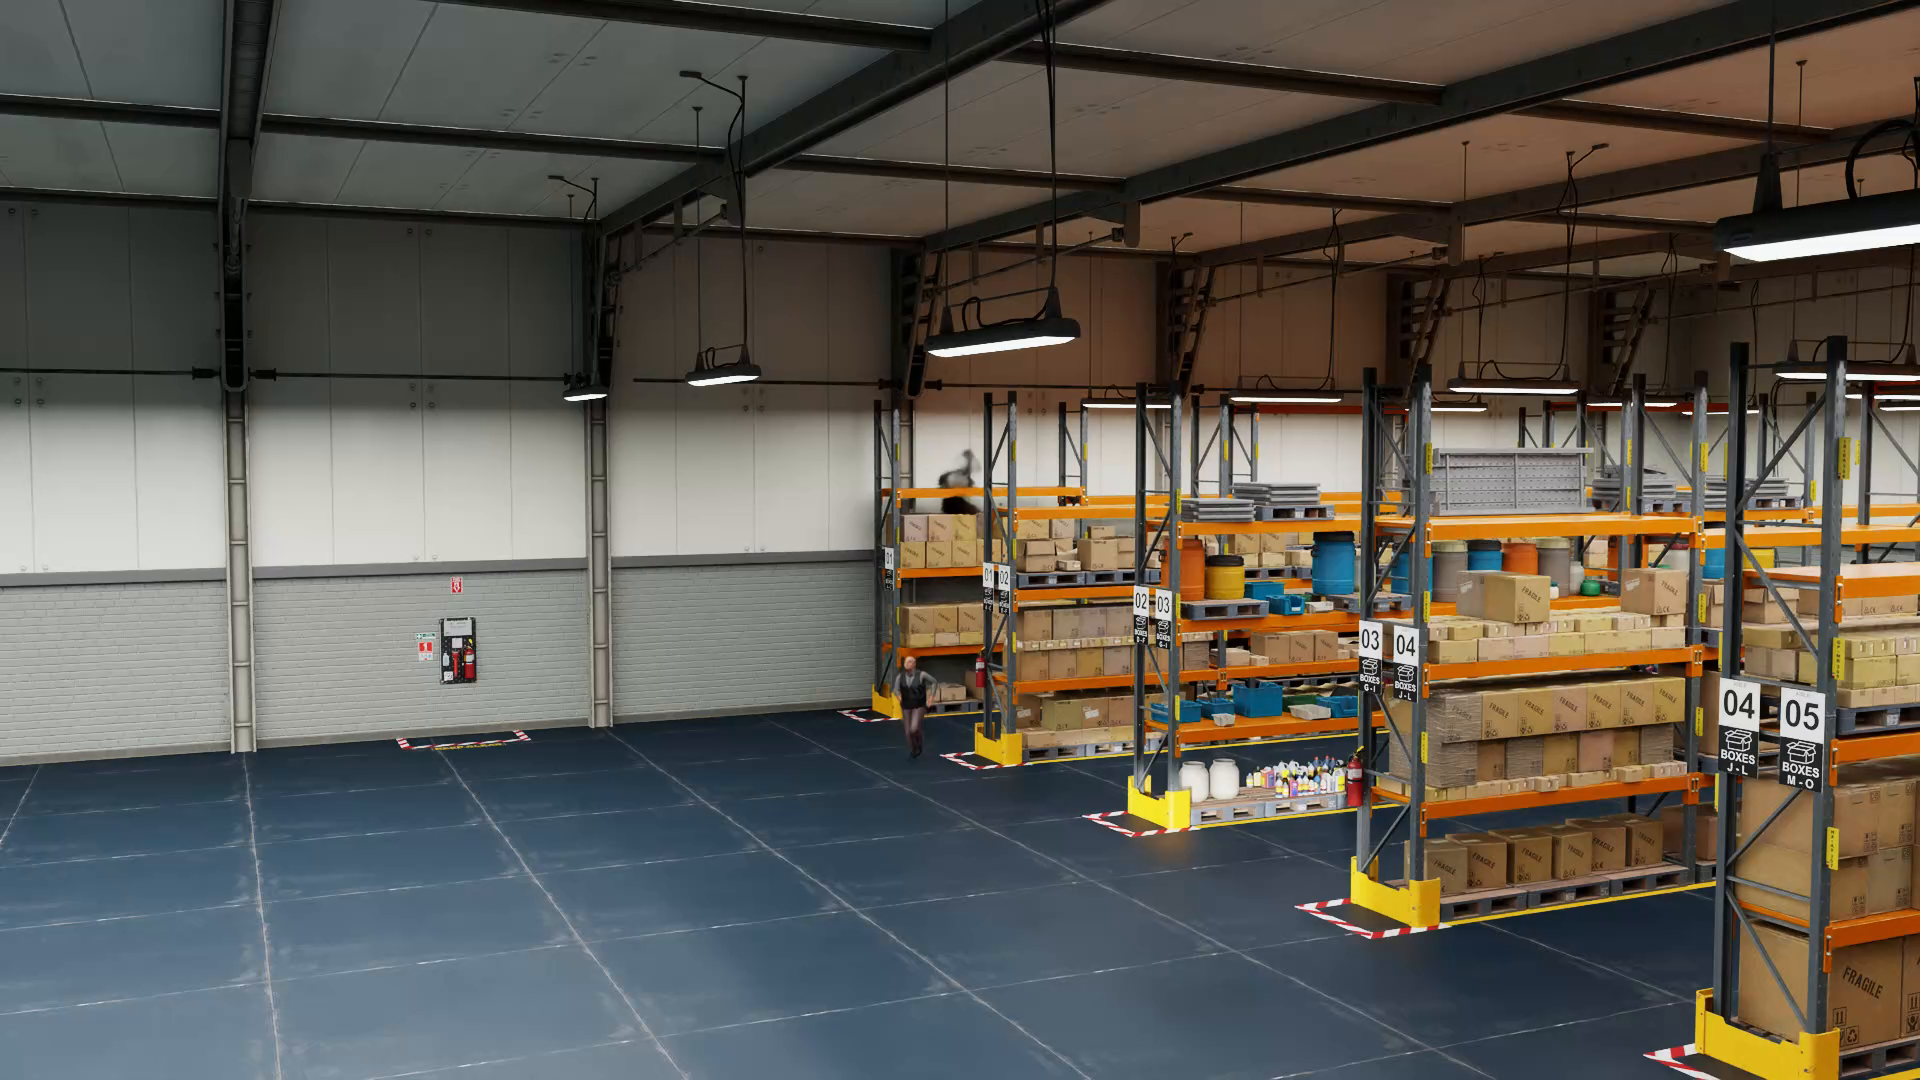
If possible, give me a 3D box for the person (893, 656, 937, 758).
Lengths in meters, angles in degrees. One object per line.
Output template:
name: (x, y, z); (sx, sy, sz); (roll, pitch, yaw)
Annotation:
person: (-0.753, 2.712, 26.796); (0.675, 1.667, 0.775); (1, 4, 18)
